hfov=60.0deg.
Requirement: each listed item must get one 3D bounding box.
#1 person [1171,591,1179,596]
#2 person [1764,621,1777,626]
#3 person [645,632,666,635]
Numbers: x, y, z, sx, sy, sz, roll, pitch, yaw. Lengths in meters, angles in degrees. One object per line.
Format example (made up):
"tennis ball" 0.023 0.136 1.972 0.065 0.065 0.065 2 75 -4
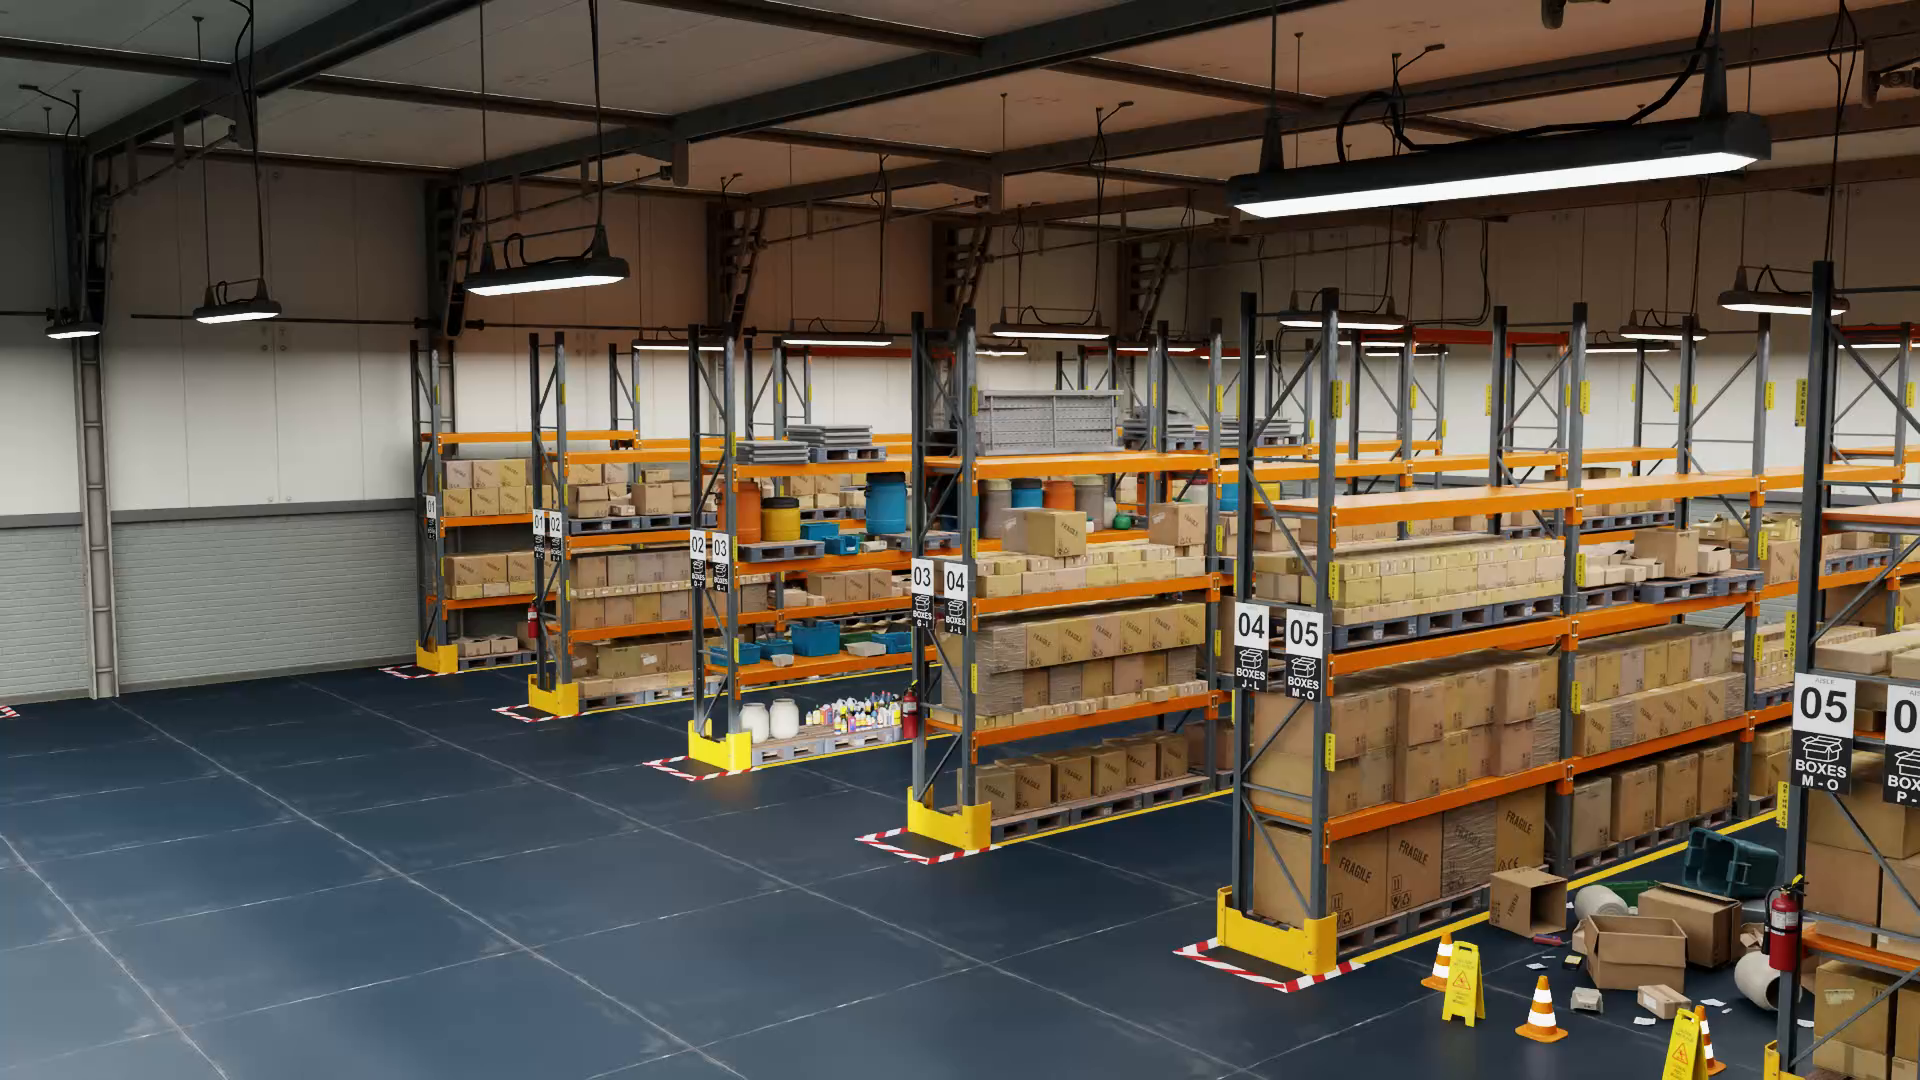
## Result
"person" 4.485 1.298 33.123 0.587 1.656 0.841 5 7 44
"person" 12.143 2.039 24.849 0.858 1.701 0.625 -4 7 -39
"person" -5.469 1.521 30.316 0.656 1.669 0.954 4 7 40
